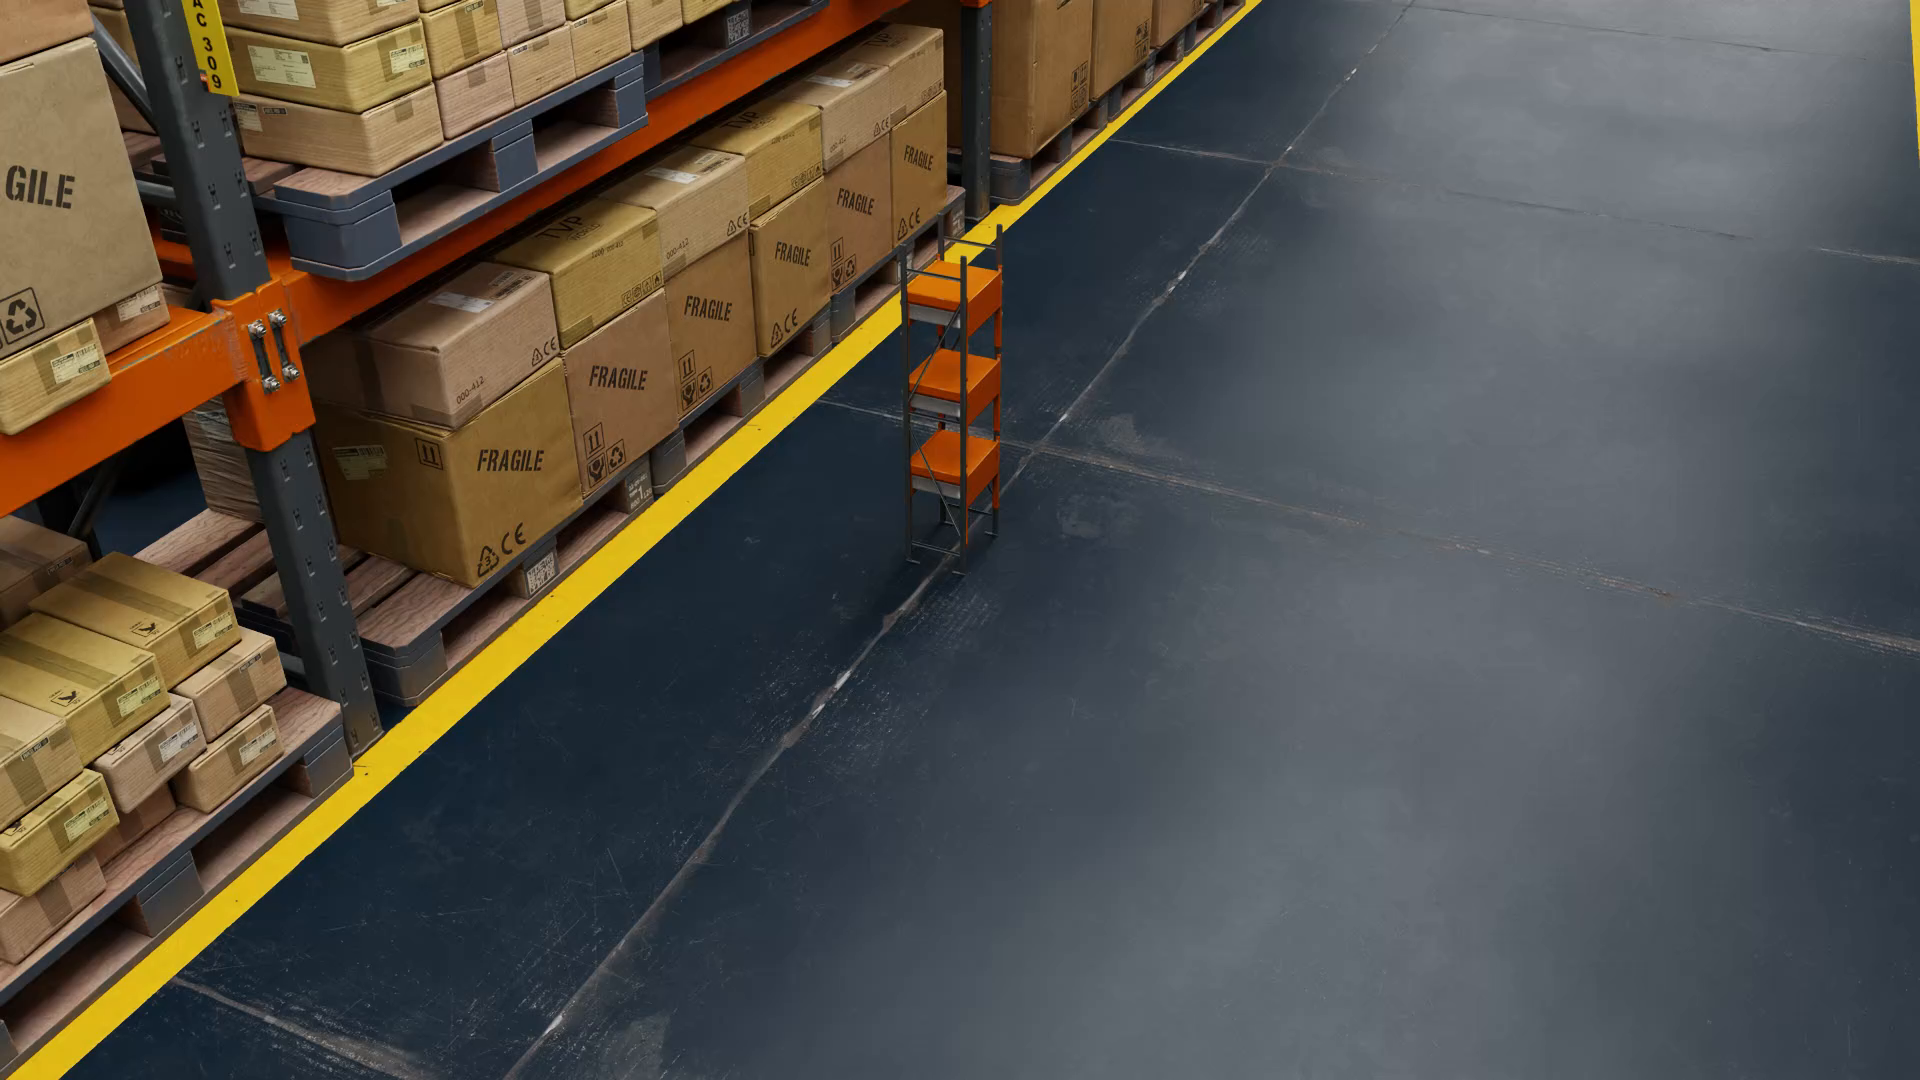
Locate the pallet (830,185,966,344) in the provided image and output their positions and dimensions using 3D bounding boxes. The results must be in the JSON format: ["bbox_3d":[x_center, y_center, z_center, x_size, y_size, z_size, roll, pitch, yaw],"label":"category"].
[{"bbox_3d":[-0.673,-1.251,6.966,1.003,0.211,1.213,14,36,20],"label":"pallet"}]

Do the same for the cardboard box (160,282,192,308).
[{"bbox_3d":[-1.936,-0.687,4.775,0.500,0.250,0.500,13,36,19],"label":"cardboard box"}]

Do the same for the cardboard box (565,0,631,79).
[{"bbox_3d":[-1.111,-1.363,4.439,0.380,0.149,0.250,15,36,21],"label":"cardboard box"}]

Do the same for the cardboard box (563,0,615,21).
[{"bbox_3d":[-1.113,-1.487,4.358,0.380,0.149,0.250,13,35,18],"label":"cardboard box"}]

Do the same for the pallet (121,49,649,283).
[{"bbox_3d":[-1.566,-1.081,4.338,1.003,0.211,1.213,14,36,20],"label":"pallet"}]

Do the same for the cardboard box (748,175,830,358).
[{"bbox_3d":[-0.810,-1.024,5.973,0.500,0.500,0.500,13,35,18],"label":"cardboard box"}]

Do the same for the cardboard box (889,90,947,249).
[{"bbox_3d":[-0.383,-1.549,6.773,0.500,0.500,0.500,14,36,20],"label":"cardboard box"}]

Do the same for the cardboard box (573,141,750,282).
[{"bbox_3d":[-1.031,-1.084,5.380,0.500,0.250,0.500,16,36,22],"label":"cardboard box"}]

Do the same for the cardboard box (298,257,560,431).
[{"bbox_3d":[-1.469,-0.565,4.589,0.500,0.250,0.500,13,35,18],"label":"cardboard box"}]

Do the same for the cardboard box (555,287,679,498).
[{"bbox_3d":[-1.248,-0.515,5.197,0.500,0.500,0.500,16,36,23],"label":"cardboard box"}]

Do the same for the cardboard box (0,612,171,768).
[{"bbox_3d":[-2.002,0.327,3.690,0.380,0.149,0.250,15,36,21],"label":"cardboard box"}]

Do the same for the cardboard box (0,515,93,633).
[{"bbox_3d":[-2.351,0.078,4.070,0.380,0.149,0.250,16,36,22],"label":"cardboard box"}]

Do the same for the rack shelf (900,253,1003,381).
[{"bbox_3d":[-0.022,-0.641,4.772,0.215,0.259,0.240,14,36,20],"label":"rack shelf"}]

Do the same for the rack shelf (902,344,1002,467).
[{"bbox_3d":[-0.022,-0.404,4.927,0.215,0.259,0.240,14,36,20],"label":"rack shelf"}]

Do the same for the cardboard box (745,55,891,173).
[{"bbox_3d":[-0.594,-1.595,6.160,0.500,0.250,0.500,15,36,21],"label":"cardboard box"}]

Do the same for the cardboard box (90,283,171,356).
[{"bbox_3d":[-1.925,-0.513,3.526,0.380,0.149,0.250,14,36,20],"label":"cardboard box"}]

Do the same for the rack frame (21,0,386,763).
[{"bbox_3d":[-2.018,-0.814,3.756,1.000,3.000,0.127,14,36,20],"label":"rack frame"}]

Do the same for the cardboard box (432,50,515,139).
[{"bbox_3d":[-1.325,-1.115,4.060,0.380,0.149,0.250,15,36,21],"label":"cardboard box"}]

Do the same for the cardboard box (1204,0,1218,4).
[{"bbox_3d":[1.151,-3.703,9.831,1.050,0.750,0.750,14,36,20],"label":"cardboard box"}]

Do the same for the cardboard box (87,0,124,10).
[{"bbox_3d":[-2.028,-1.378,3.920,0.380,0.149,0.250,16,36,23],"label":"cardboard box"}]

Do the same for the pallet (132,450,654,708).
[{"bbox_3d":[-1.694,-0.036,5.112,1.003,0.211,1.213,14,36,20],"label":"pallet"}]

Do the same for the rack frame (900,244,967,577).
[{"bbox_3d":[-0.073,-0.352,4.829,0.200,1.050,0.008,14,36,20],"label":"rack frame"}]

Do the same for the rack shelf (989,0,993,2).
[{"bbox_3d":[0.492,-3.501,8.510,1.077,0.370,4.000,14,36,20],"label":"rack shelf"}]

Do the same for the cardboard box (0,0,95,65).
[{"bbox_3d":[-1.969,-1.102,2.921,0.500,0.500,0.500,13,35,19],"label":"cardboard box"}]

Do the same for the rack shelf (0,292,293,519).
[{"bbox_3d":[-2.855,0.483,2.434,1.077,0.370,4.000,14,36,20],"label":"rack shelf"}]

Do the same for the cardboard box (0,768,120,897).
[{"bbox_3d":[-2.059,0.583,3.571,0.380,0.149,0.250,13,35,19],"label":"cardboard box"}]

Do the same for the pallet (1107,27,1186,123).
[{"bbox_3d":[0.565,-2.621,9.054,1.003,0.211,1.213,14,36,20],"label":"pallet"}]

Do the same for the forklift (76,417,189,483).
[{"bbox_3d":[-2.575,-2.204,5.938,1.130,2.935,3.031,14,36,21],"label":"forklift"}]

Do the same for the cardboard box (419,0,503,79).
[{"bbox_3d":[-1.329,-1.229,3.964,0.380,0.149,0.250,13,36,20],"label":"cardboard box"}]

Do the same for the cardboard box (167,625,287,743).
[{"bbox_3d":[-1.861,0.308,3.990,0.380,0.149,0.250,15,36,21],"label":"cardboard box"}]

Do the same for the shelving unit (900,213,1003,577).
[{"bbox_3d":[-0.022,-0.412,4.921,0.215,1.050,0.252,14,36,20],"label":"shelving unit"}]

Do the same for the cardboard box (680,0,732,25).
[{"bbox_3d":[-0.894,-1.627,4.842,0.380,0.149,0.250,14,36,20],"label":"cardboard box"}]

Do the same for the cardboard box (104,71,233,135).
[{"bbox_3d":[-2.032,-1.128,4.080,0.380,0.149,0.250,13,36,19],"label":"cardboard box"}]

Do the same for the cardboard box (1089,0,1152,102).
[{"bbox_3d":[0.354,-2.760,8.392,1.050,0.750,0.750,15,36,21],"label":"cardboard box"}]

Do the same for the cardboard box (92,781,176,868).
[{"bbox_3d":[-2.058,0.586,3.837,0.380,0.149,0.250,15,36,22],"label":"cardboard box"}]

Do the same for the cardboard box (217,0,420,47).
[{"bbox_3d":[-1.436,-1.224,3.685,0.380,0.149,0.250,16,37,23],"label":"cardboard box"}]
